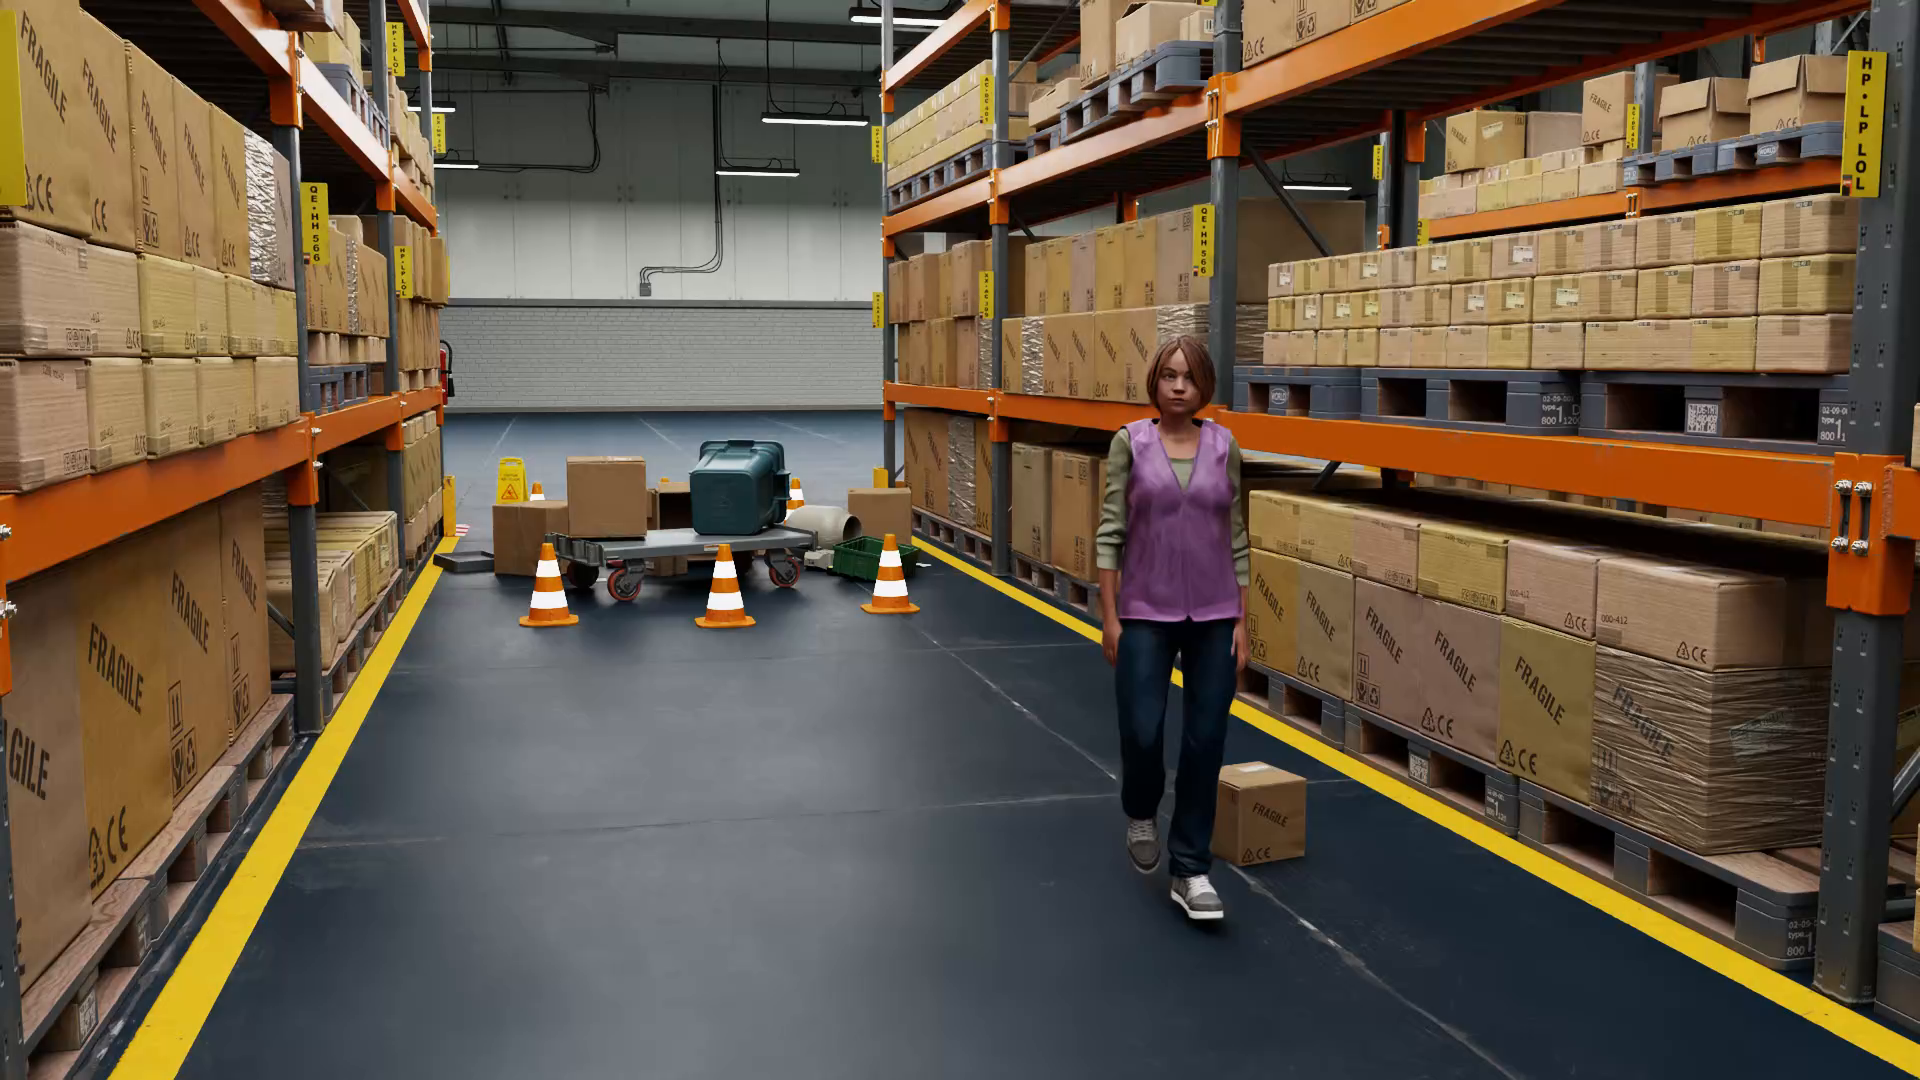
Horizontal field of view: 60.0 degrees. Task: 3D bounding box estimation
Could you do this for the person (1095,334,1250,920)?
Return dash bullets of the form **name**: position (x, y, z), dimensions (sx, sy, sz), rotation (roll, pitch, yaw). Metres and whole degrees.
- **person**: position (0.587, 0.227, 4.625), dimensions (0.422, 1.586, 0.497), rotation (0, 6, -4)
